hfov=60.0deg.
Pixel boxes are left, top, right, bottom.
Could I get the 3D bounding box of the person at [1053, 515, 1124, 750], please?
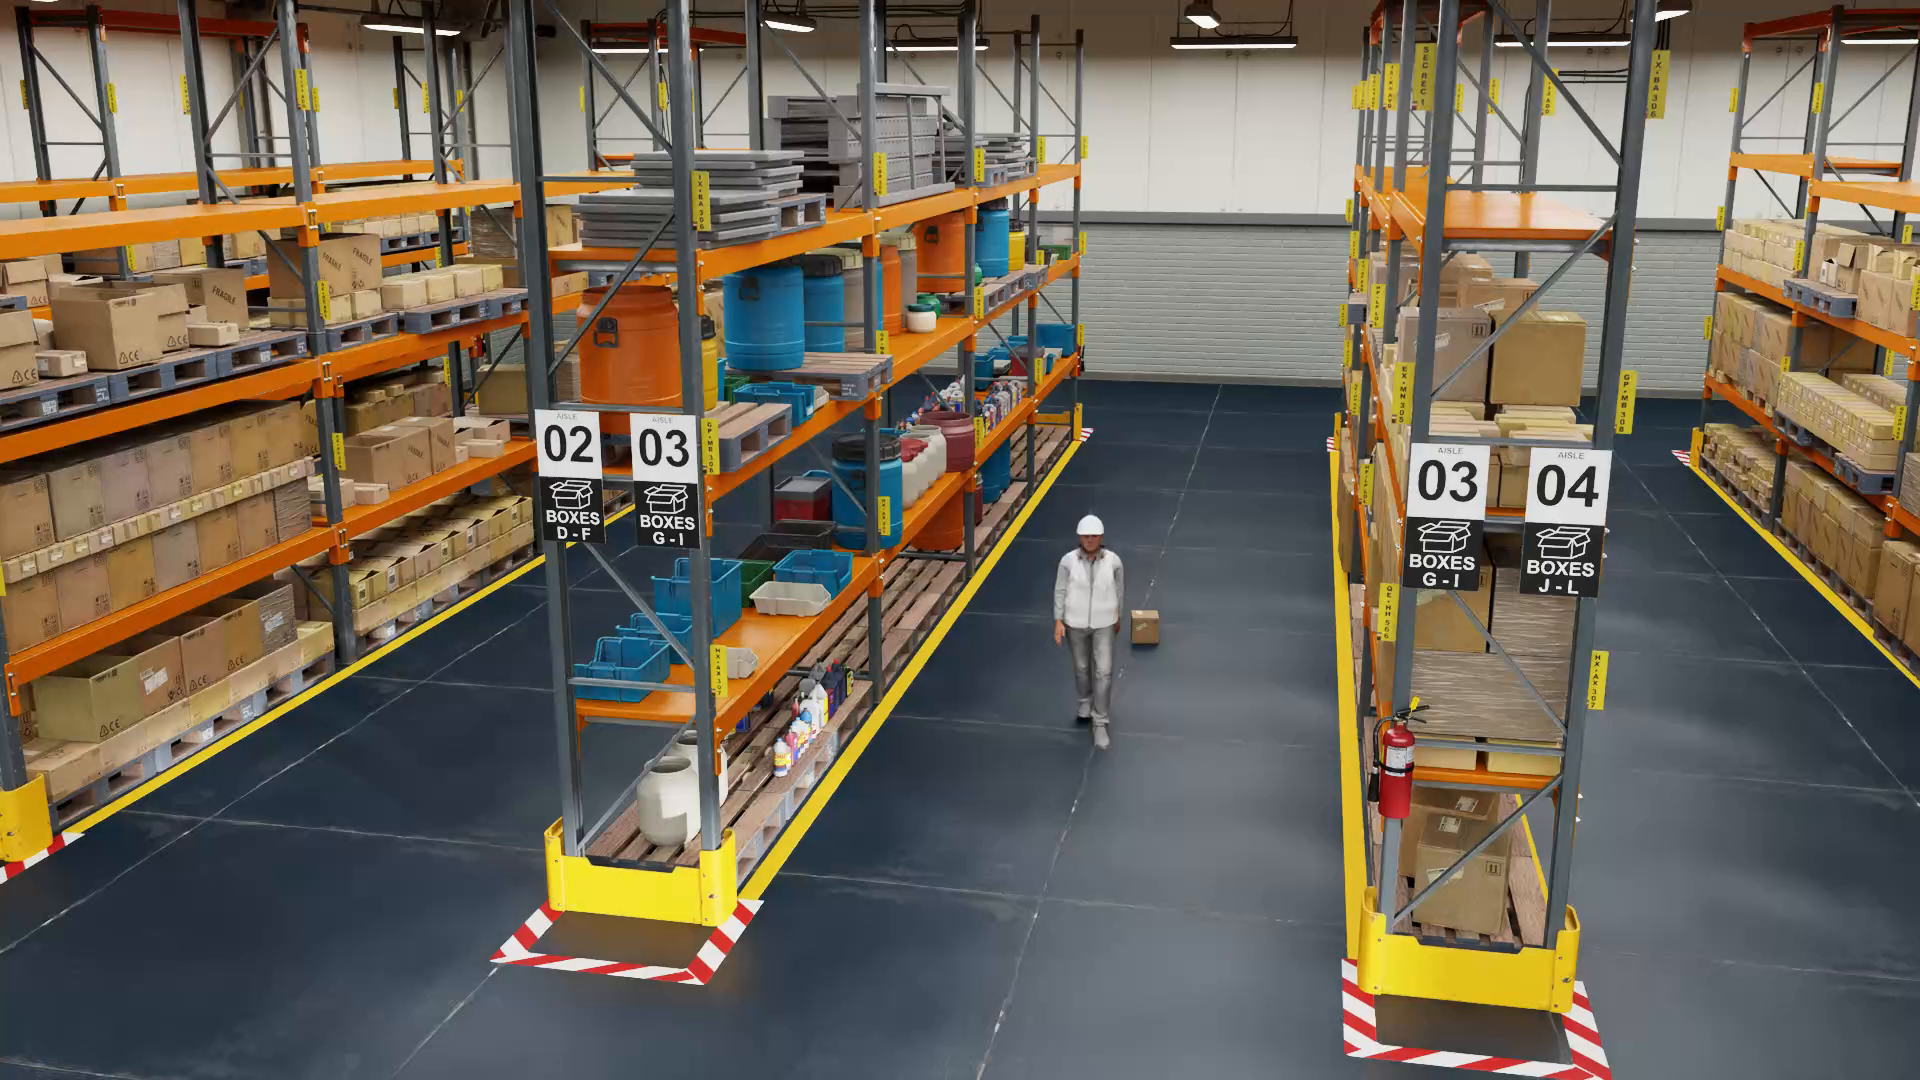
[{"bbox_3d":[1.023,0.687,13.321,0.560,1.781,0.863,1,15,6],"label":"person"}]
